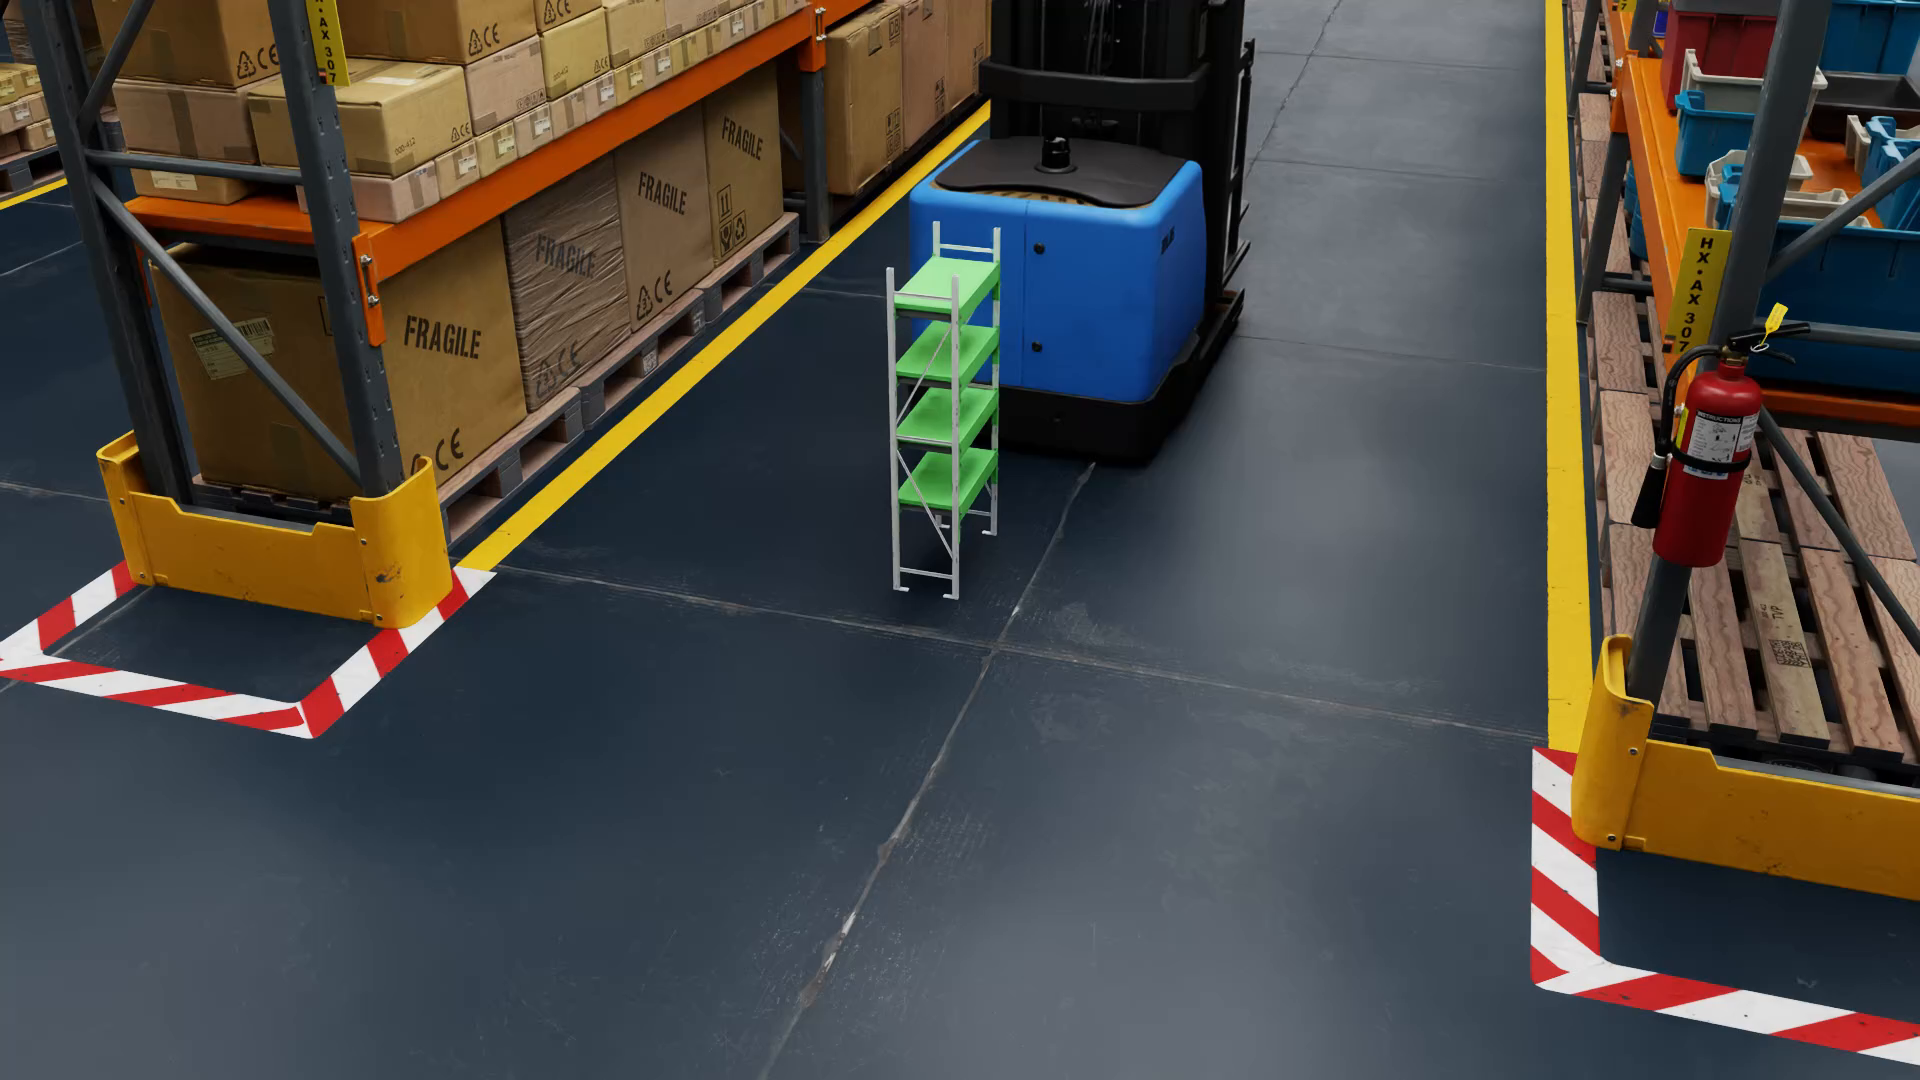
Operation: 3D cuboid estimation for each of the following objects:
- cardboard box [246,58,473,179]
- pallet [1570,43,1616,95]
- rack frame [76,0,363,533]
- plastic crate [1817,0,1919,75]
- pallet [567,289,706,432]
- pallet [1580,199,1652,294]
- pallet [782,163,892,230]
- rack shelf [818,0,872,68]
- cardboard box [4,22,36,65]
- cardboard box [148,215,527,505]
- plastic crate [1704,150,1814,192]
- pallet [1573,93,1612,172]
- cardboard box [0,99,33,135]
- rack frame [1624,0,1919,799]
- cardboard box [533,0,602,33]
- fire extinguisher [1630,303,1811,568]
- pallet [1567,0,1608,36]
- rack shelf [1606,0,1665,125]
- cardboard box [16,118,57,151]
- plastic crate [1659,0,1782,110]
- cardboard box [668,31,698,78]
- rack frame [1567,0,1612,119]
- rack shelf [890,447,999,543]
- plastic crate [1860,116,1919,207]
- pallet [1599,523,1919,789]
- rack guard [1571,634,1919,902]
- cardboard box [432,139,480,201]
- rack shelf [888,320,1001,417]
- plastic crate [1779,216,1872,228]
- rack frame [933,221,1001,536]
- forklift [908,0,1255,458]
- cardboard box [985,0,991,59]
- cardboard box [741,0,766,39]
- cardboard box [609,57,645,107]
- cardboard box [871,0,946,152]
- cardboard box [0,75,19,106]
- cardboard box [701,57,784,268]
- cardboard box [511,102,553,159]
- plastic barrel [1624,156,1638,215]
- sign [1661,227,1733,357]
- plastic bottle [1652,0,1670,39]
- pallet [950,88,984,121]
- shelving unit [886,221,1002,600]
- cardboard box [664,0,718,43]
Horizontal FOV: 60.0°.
[{"bbox_3d":[-1.996,-1.419,5.564,0.500,0.250,0.500,8,30,14],"label":"cardboard box"},{"bbox_3d":[4.952,-3.317,11.996,1.003,0.211,1.213,8,30,15],"label":"pallet"},{"bbox_3d":[-2.398,-1.171,5.269,0.949,2.616,0.053,8,30,15],"label":"rack frame"},{"bbox_3d":[3.703,-2.076,6.851,0.392,0.384,0.575,8,30,15],"label":"plastic crate"},{"bbox_3d":[-1.875,-0.900,7.650,1.003,0.211,1.213,8,30,15],"label":"pallet"},{"bbox_3d":[3.780,-1.457,8.651,1.003,0.211,1.213,8,30,15],"label":"pallet"},{"bbox_3d":[-1.066,-2.180,9.952,1.003,0.211,1.213,8,30,15],"label":"pallet"},{"bbox_3d":[-0.634,-3.644,10.456,1.077,0.370,4.000,8,30,15],"label":"rack shelf"},{"bbox_3d":[-5.956,-3.255,11.155,0.500,0.500,0.500,8,30,14],"label":"cardboard box"},{"bbox_3d":[-2.284,-0.734,6.238,0.875,0.875,0.875,8,30,15],"label":"cardboard box"},{"bbox_3d":[2.632,-1.185,5.505,0.298,0.136,0.250,8,30,15],"label":"plastic crate"},{"bbox_3d":[4.496,-2.591,10.690,1.003,0.211,1.213,8,30,15],"label":"pallet"},{"bbox_3d":[-5.789,-2.532,9.911,0.380,0.149,0.250,7,30,12],"label":"cardboard box"},{"bbox_3d":[2.340,-0.464,3.998,1.000,3.000,0.127,8,30,15],"label":"rack frame"},{"bbox_3d":[-1.703,-2.221,6.234,0.500,0.500,0.500,8,30,14],"label":"cardboard box"},{"bbox_3d":[1.861,-0.262,4.098,0.296,0.674,0.183,8,30,15],"label":"fire extinguisher"},{"bbox_3d":[5.669,-4.451,14.035,1.003,0.211,1.213,8,30,15],"label":"pallet"},{"bbox_3d":[4.101,-2.938,9.185,1.077,0.370,4.000,8,30,15],"label":"rack shelf"},{"bbox_3d":[-5.722,-2.491,10.143,0.380,0.149,0.250,9,30,16],"label":"cardboard box"},{"bbox_3d":[3.012,-1.998,6.628,0.402,0.464,0.583,8,30,15],"label":"plastic crate"},{"bbox_3d":[-1.374,-2.134,7.259,0.380,0.149,0.250,8,30,14],"label":"cardboard box"},{"bbox_3d":[4.688,-4.181,10.681,1.000,3.000,0.127,8,30,15],"label":"rack frame"},{"bbox_3d":[-0.049,-0.182,5.968,0.258,0.148,0.480,8,30,15],"label":"rack shelf"},{"bbox_3d":[3.202,-1.236,5.497,0.416,0.233,0.300,8,30,15],"label":"plastic crate"},{"bbox_3d":[2.619,0.377,5.355,1.003,0.211,1.213,8,30,15],"label":"pallet"},{"bbox_3d":[2.345,0.642,4.582,1.175,0.500,0.348,8,30,15],"label":"rack guard"},{"bbox_3d":[-1.901,-1.298,5.756,0.380,0.149,0.250,8,30,14],"label":"cardboard box"},{"bbox_3d":[-0.049,-0.601,5.734,0.258,0.148,0.480,8,30,15],"label":"rack shelf"},{"bbox_3d":[2.505,-0.912,5.014,0.396,0.136,0.243,8,30,15],"label":"plastic crate"},{"bbox_3d":[0.023,-0.561,6.024,0.240,1.200,0.015,8,30,15],"label":"rack frame"},{"bbox_3d":[0.757,-2.313,7.392,1.130,2.935,3.031,10,31,17],"label":"forklift"},{"bbox_3d":[-0.269,-3.826,11.795,1.225,0.875,0.875,7,30,13],"label":"cardboard box"},{"bbox_3d":[-1.148,-2.492,7.903,0.380,0.149,0.250,8,30,14],"label":"cardboard box"},{"bbox_3d":[-1.525,-1.894,6.827,0.380,0.149,0.250,8,30,14],"label":"cardboard box"},{"bbox_3d":[-0.791,-3.000,10.311,1.225,0.875,0.875,7,30,13],"label":"cardboard box"},{"bbox_3d":[-5.825,-2.655,9.825,0.380,0.149,0.250,9,30,15],"label":"cardboard box"},{"bbox_3d":[-1.491,-1.989,8.494,0.875,0.875,0.875,8,30,15],"label":"cardboard box"},{"bbox_3d":[-1.751,-1.538,6.188,0.380,0.149,0.250,8,30,14],"label":"cardboard box"},{"bbox_3d":[3.898,-2.169,8.789,0.600,0.901,0.708,8,30,15],"label":"plastic barrel"},{"bbox_3d":[1.809,-0.606,4.086,0.100,0.325,0.005,8,30,15],"label":"sign"},{"bbox_3d":[3.321,-2.498,7.782,0.152,0.276,0.135,8,30,15],"label":"plastic bottle"},{"bbox_3d":[-0.350,-3.314,11.990,1.003,0.211,1.213,8,30,15],"label":"pallet"},{"bbox_3d":[-0.049,-0.447,5.820,0.258,1.200,0.503,8,30,15],"label":"shelving unit"},{"bbox_3d":[-1.399,-2.373,7.279,0.500,0.250,0.500,9,30,16],"label":"cardboard box"}]
